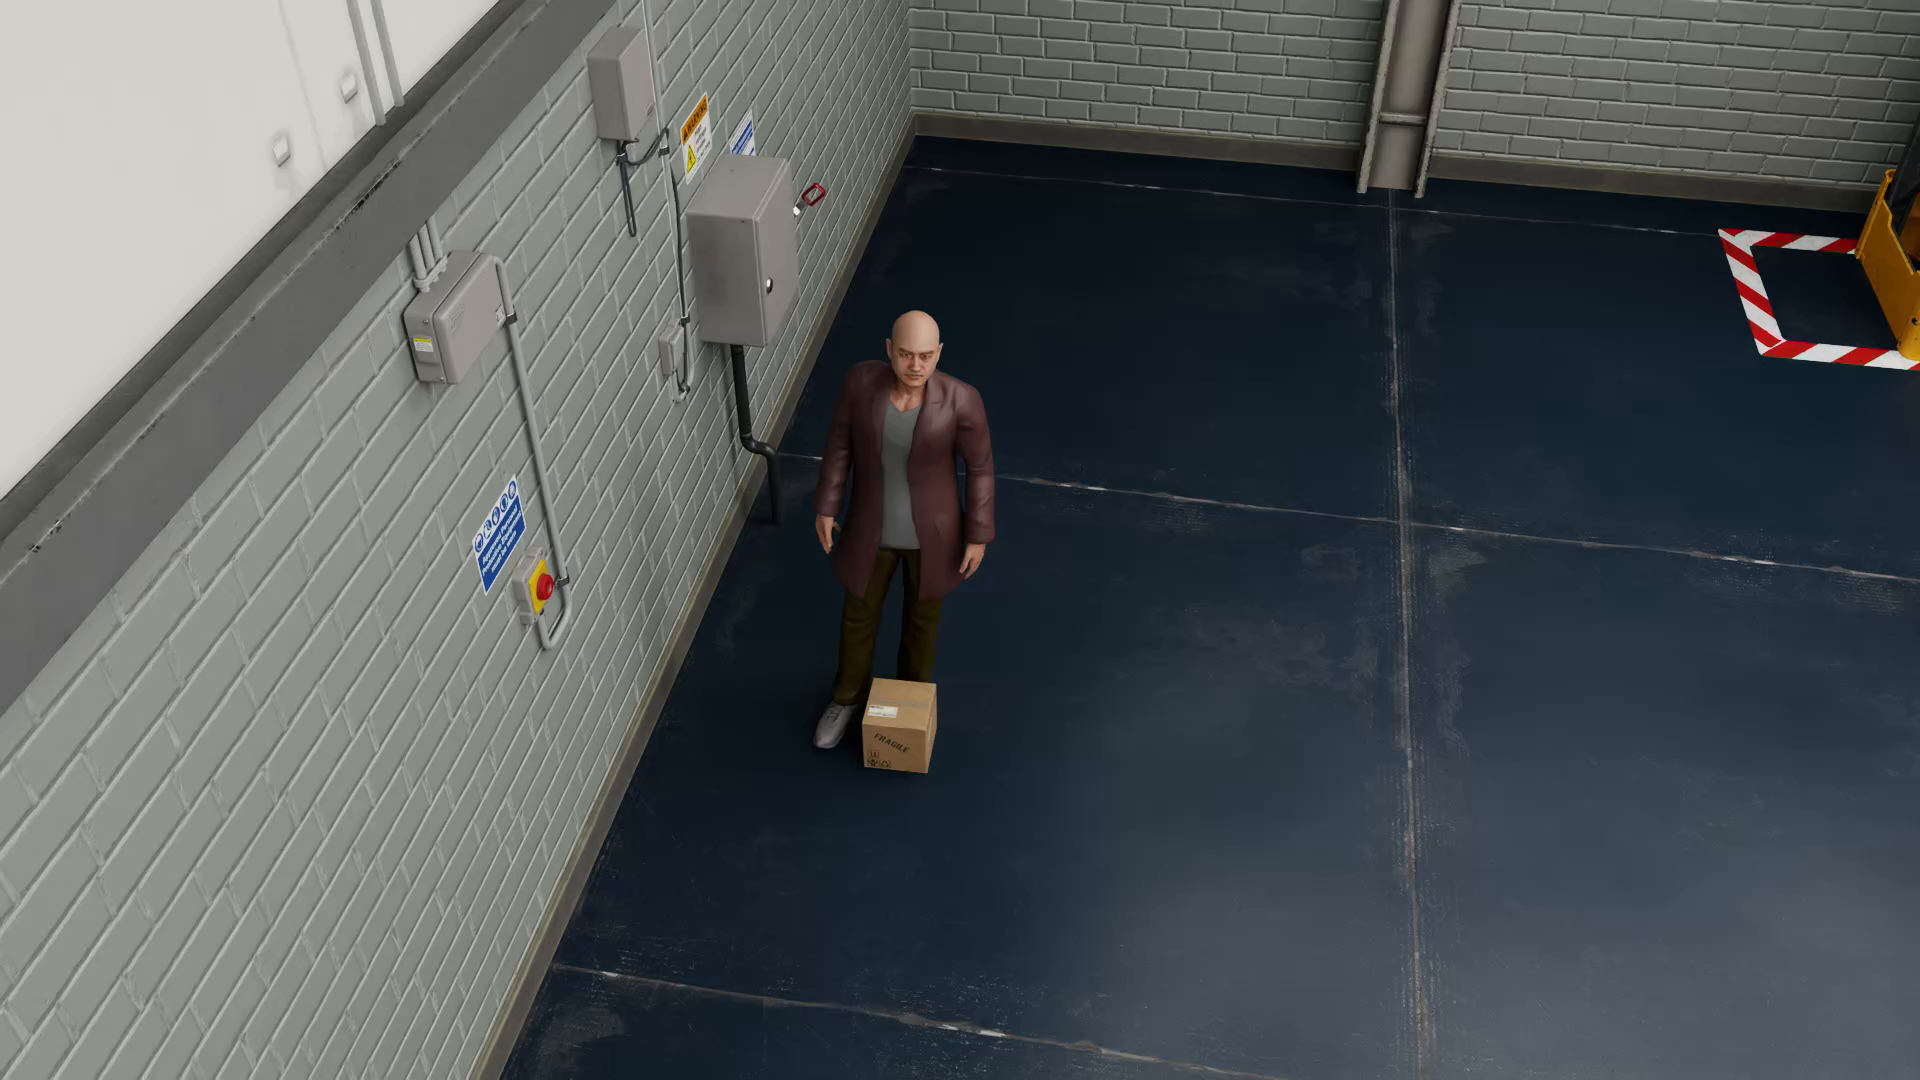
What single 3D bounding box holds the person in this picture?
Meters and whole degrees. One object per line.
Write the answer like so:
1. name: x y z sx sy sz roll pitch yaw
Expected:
1. person: -0.222 0.008 6.144 0.698 1.777 0.580 7 40 8
